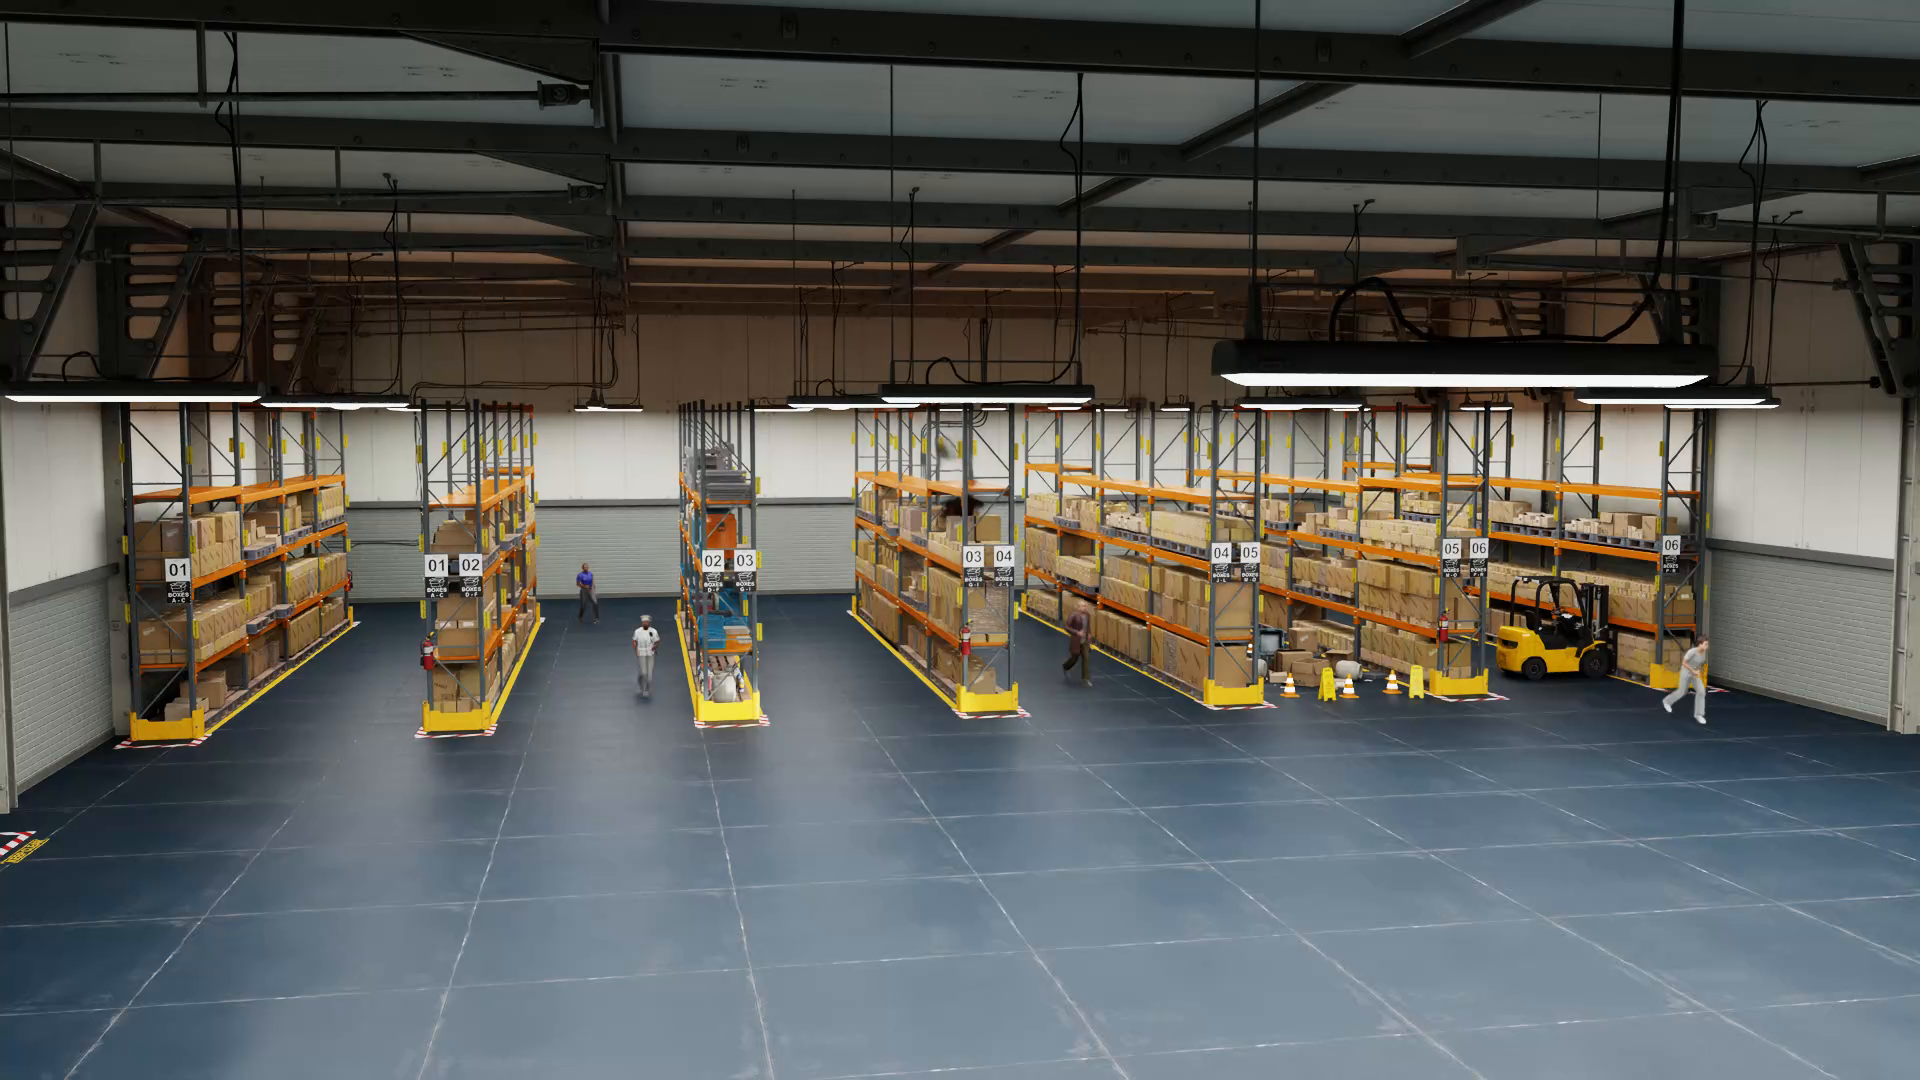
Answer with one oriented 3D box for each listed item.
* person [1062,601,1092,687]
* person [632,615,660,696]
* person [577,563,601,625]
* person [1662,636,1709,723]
[{"bbox_3d":[2.514,2.173,35.310,0.733,1.782,1.105,-3,5,-30],"label":"person"},{"bbox_3d":[-6.350,2.345,33.712,0.561,1.667,0.567,-1,4,-14],"label":"person"},{"bbox_3d":[-10.233,1.472,45.561,0.579,1.691,0.817,-3,5,-37],"label":"person"},{"bbox_3d":[13.672,2.584,31.290,0.600,1.624,1.004,-3,5,-31],"label":"person"}]
